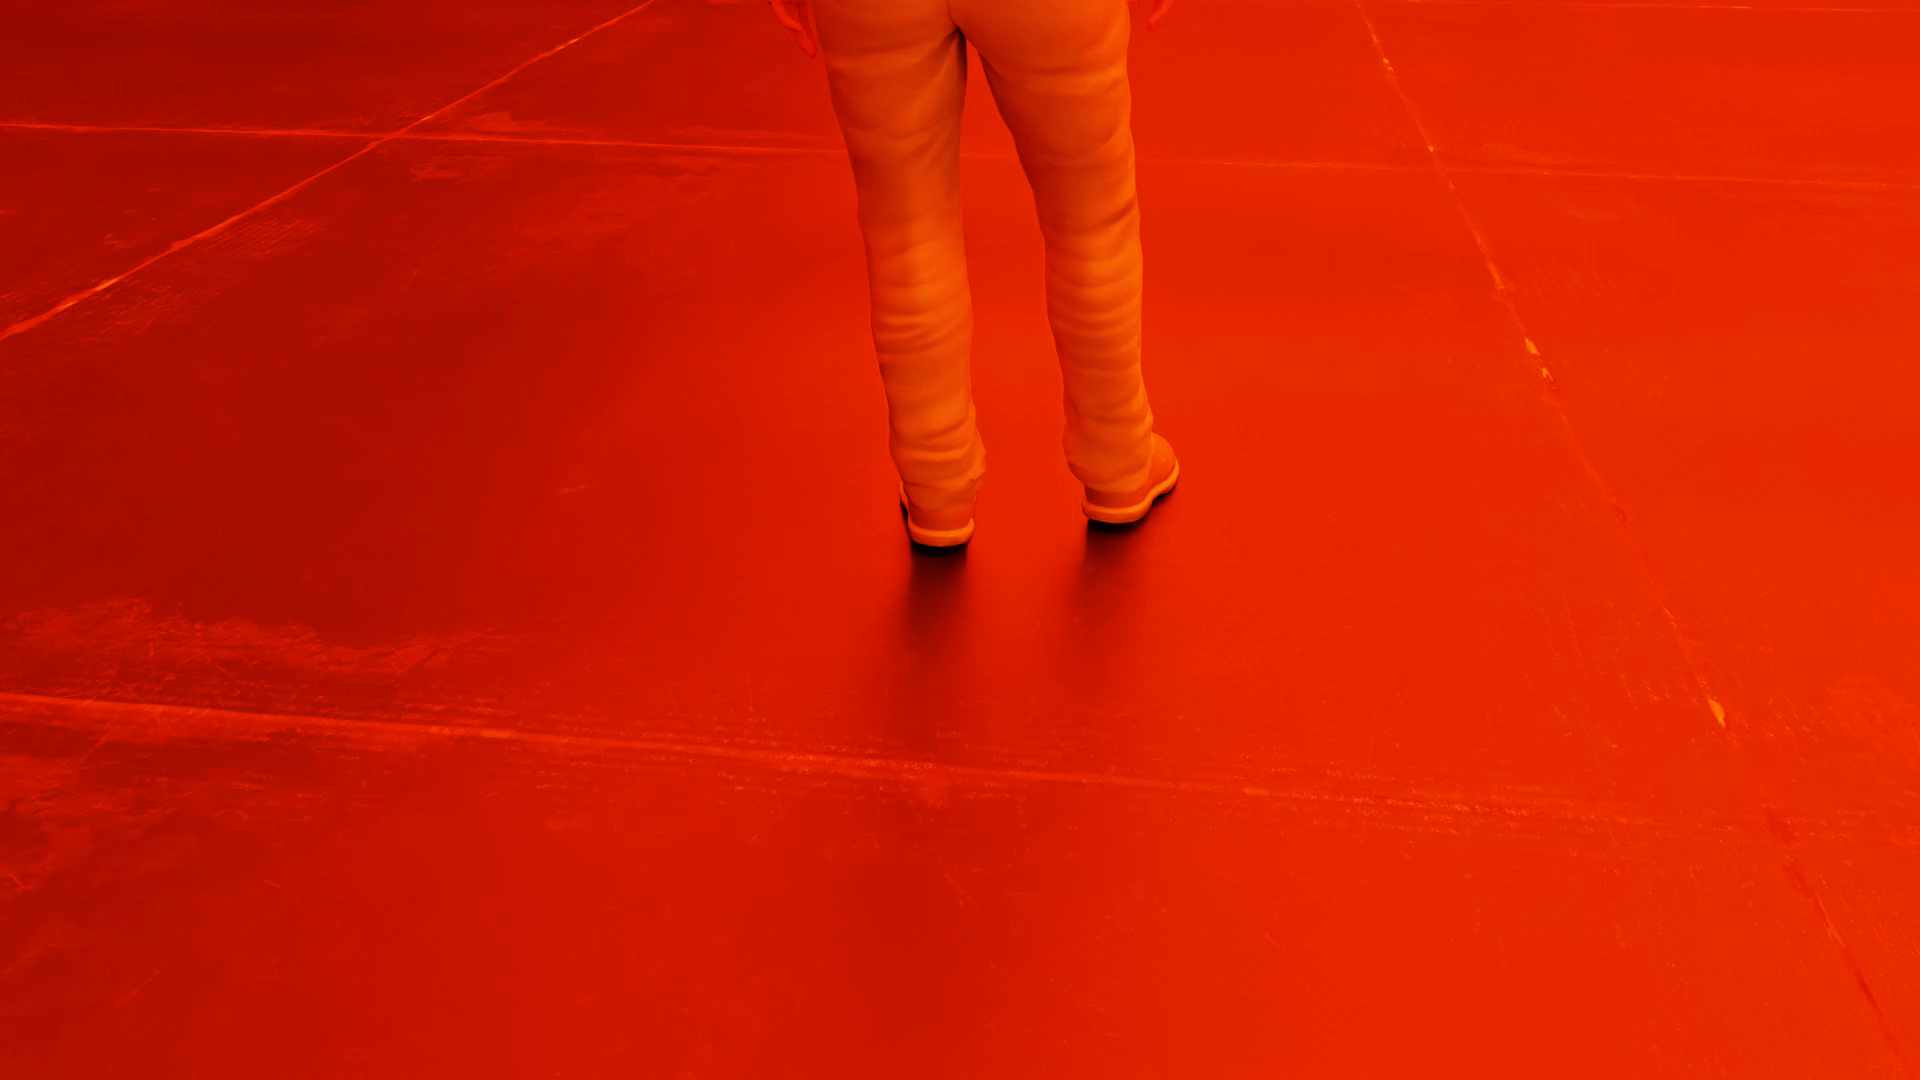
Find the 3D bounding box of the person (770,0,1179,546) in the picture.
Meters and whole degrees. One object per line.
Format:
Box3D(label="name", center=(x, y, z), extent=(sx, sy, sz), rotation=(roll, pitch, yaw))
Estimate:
Box3D(label="person", center=(0.033, -0.784, 2.190), extent=(0.598, 1.670, 0.529), rotation=(3, 27, 7))
